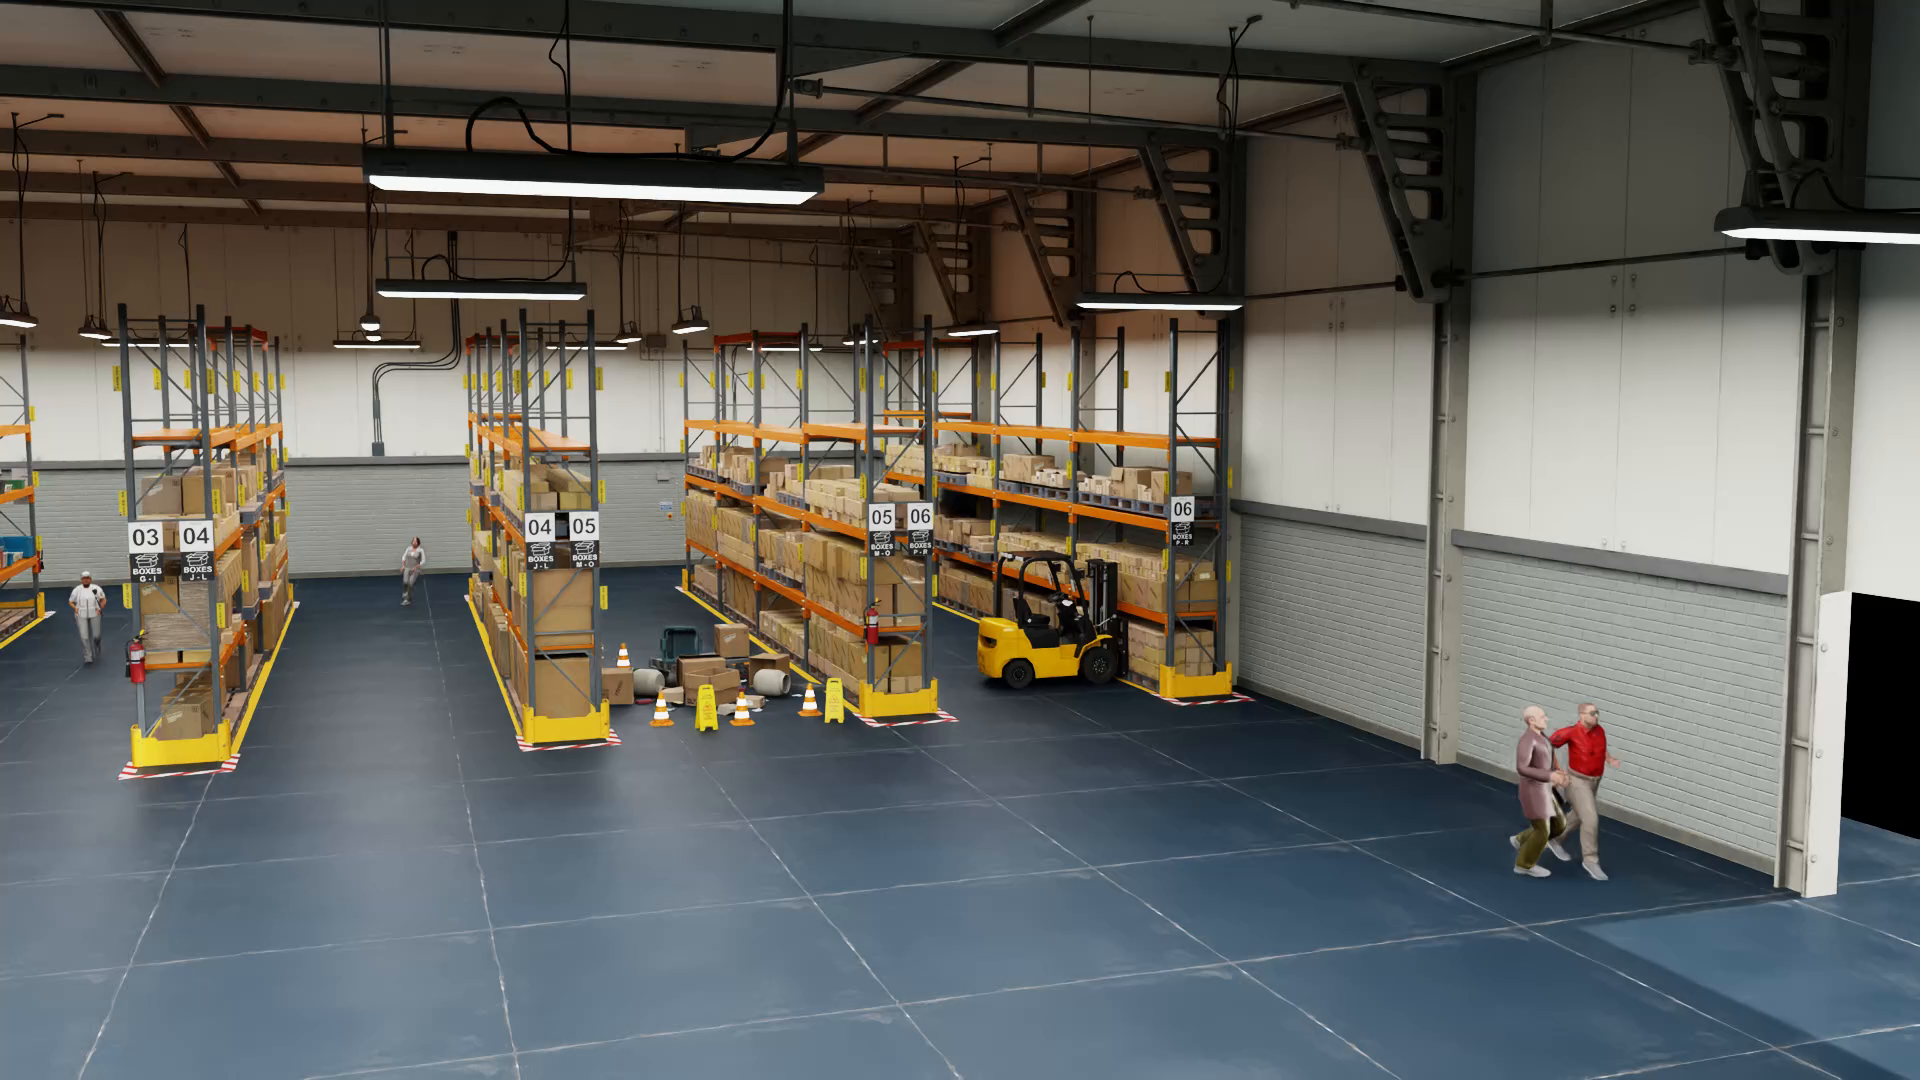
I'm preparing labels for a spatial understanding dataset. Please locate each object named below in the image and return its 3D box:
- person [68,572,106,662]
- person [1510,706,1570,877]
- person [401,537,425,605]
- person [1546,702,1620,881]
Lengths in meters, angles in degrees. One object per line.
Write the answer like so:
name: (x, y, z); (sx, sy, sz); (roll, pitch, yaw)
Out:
person: (-15.612, 1.374, 29.775); (0.603, 1.617, 0.551); (-3, 6, -28)
person: (5.871, 2.542, 16.799); (0.649, 1.730, 0.702); (4, 7, 37)
person: (-12.301, 0.697, 37.357); (0.562, 1.526, 0.502); (0, 5, -3)
person: (6.383, 2.533, 17.078); (0.650, 1.773, 0.840); (-4, 7, -36)
